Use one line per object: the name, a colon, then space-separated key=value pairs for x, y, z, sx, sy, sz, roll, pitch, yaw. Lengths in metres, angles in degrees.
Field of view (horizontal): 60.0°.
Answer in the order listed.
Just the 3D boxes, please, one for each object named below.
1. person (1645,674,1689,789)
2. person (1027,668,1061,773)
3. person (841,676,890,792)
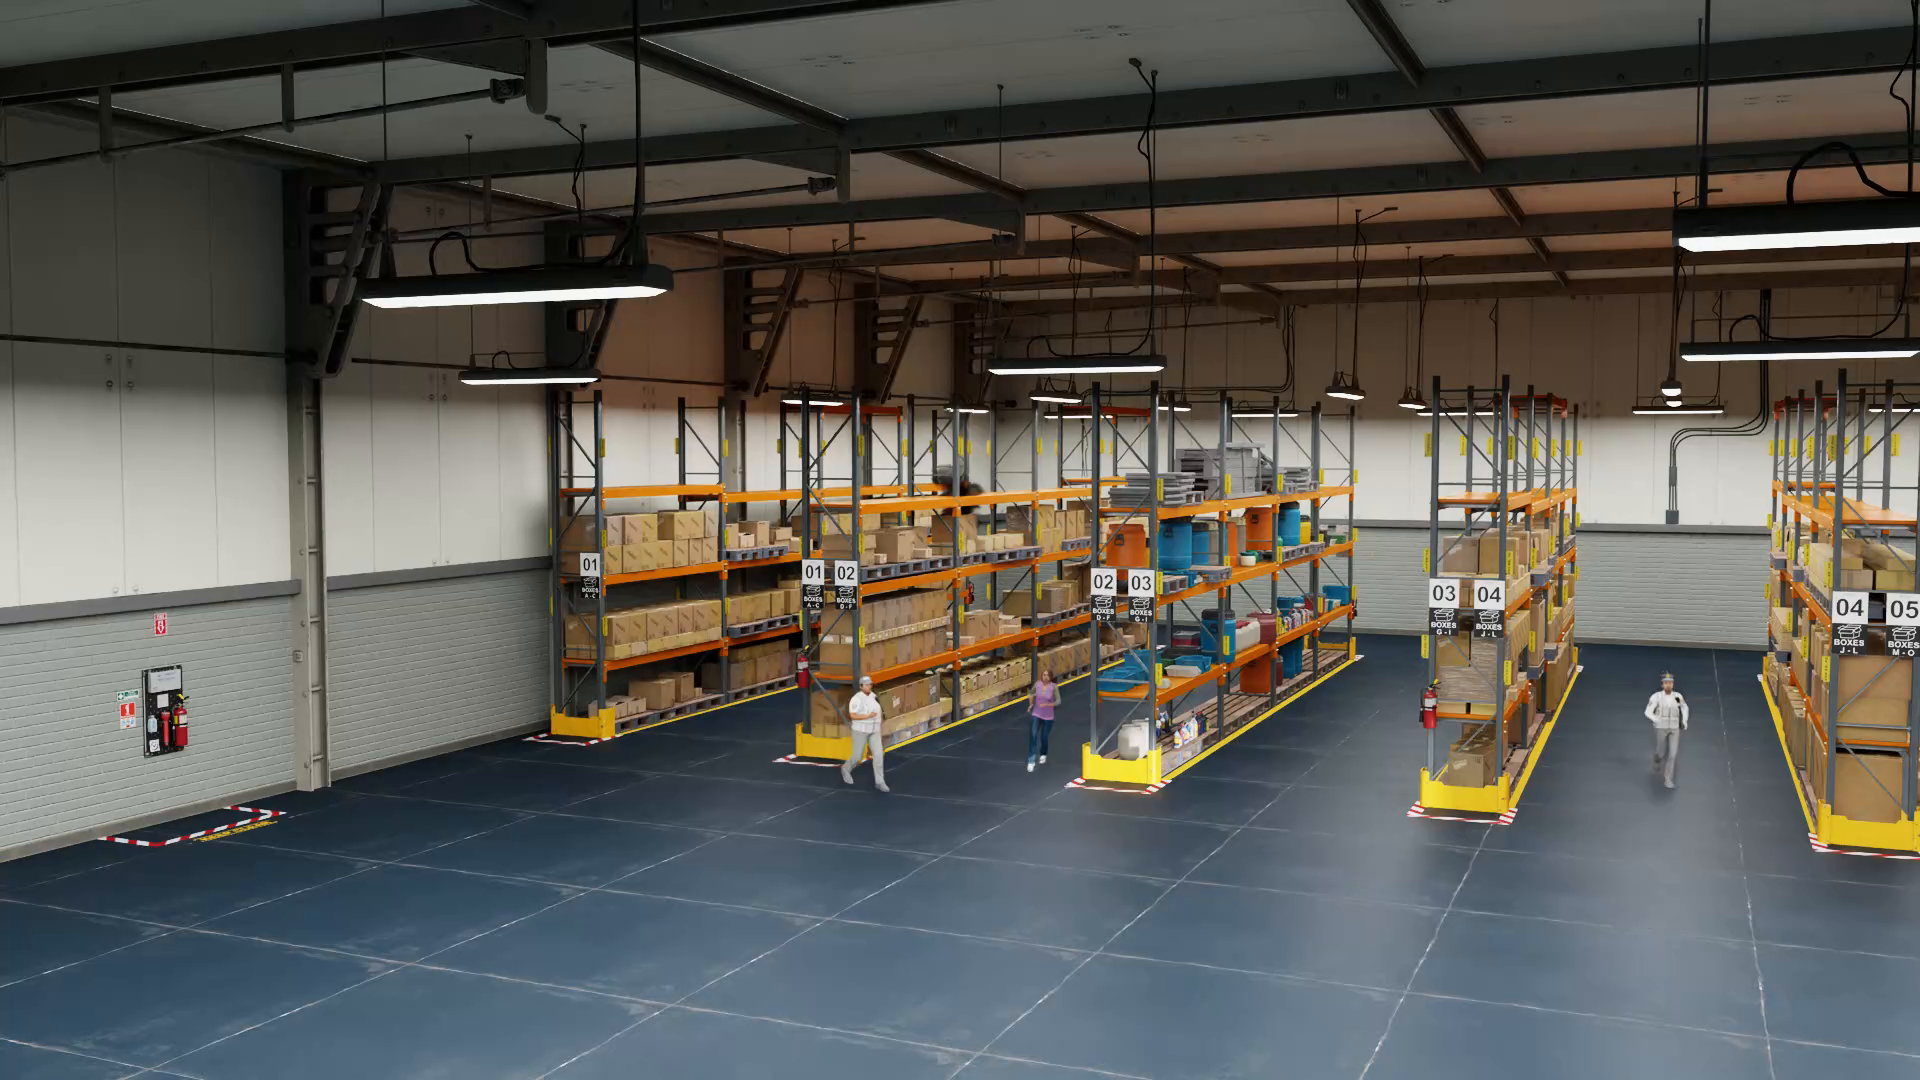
person: x=10.529 y=2.811 z=24.725 sx=0.632 sy=1.655 sz=0.862 roll=1 pitch=3 yaw=12
person: x=1.320 y=2.792 z=25.938 sx=0.539 sy=1.627 sz=0.740 roll=1 pitch=3 yaw=12
person: x=-1.376 y=2.810 z=24.314 sx=0.602 sy=1.651 sz=0.941 roll=-3 pitch=4 yaw=-39
